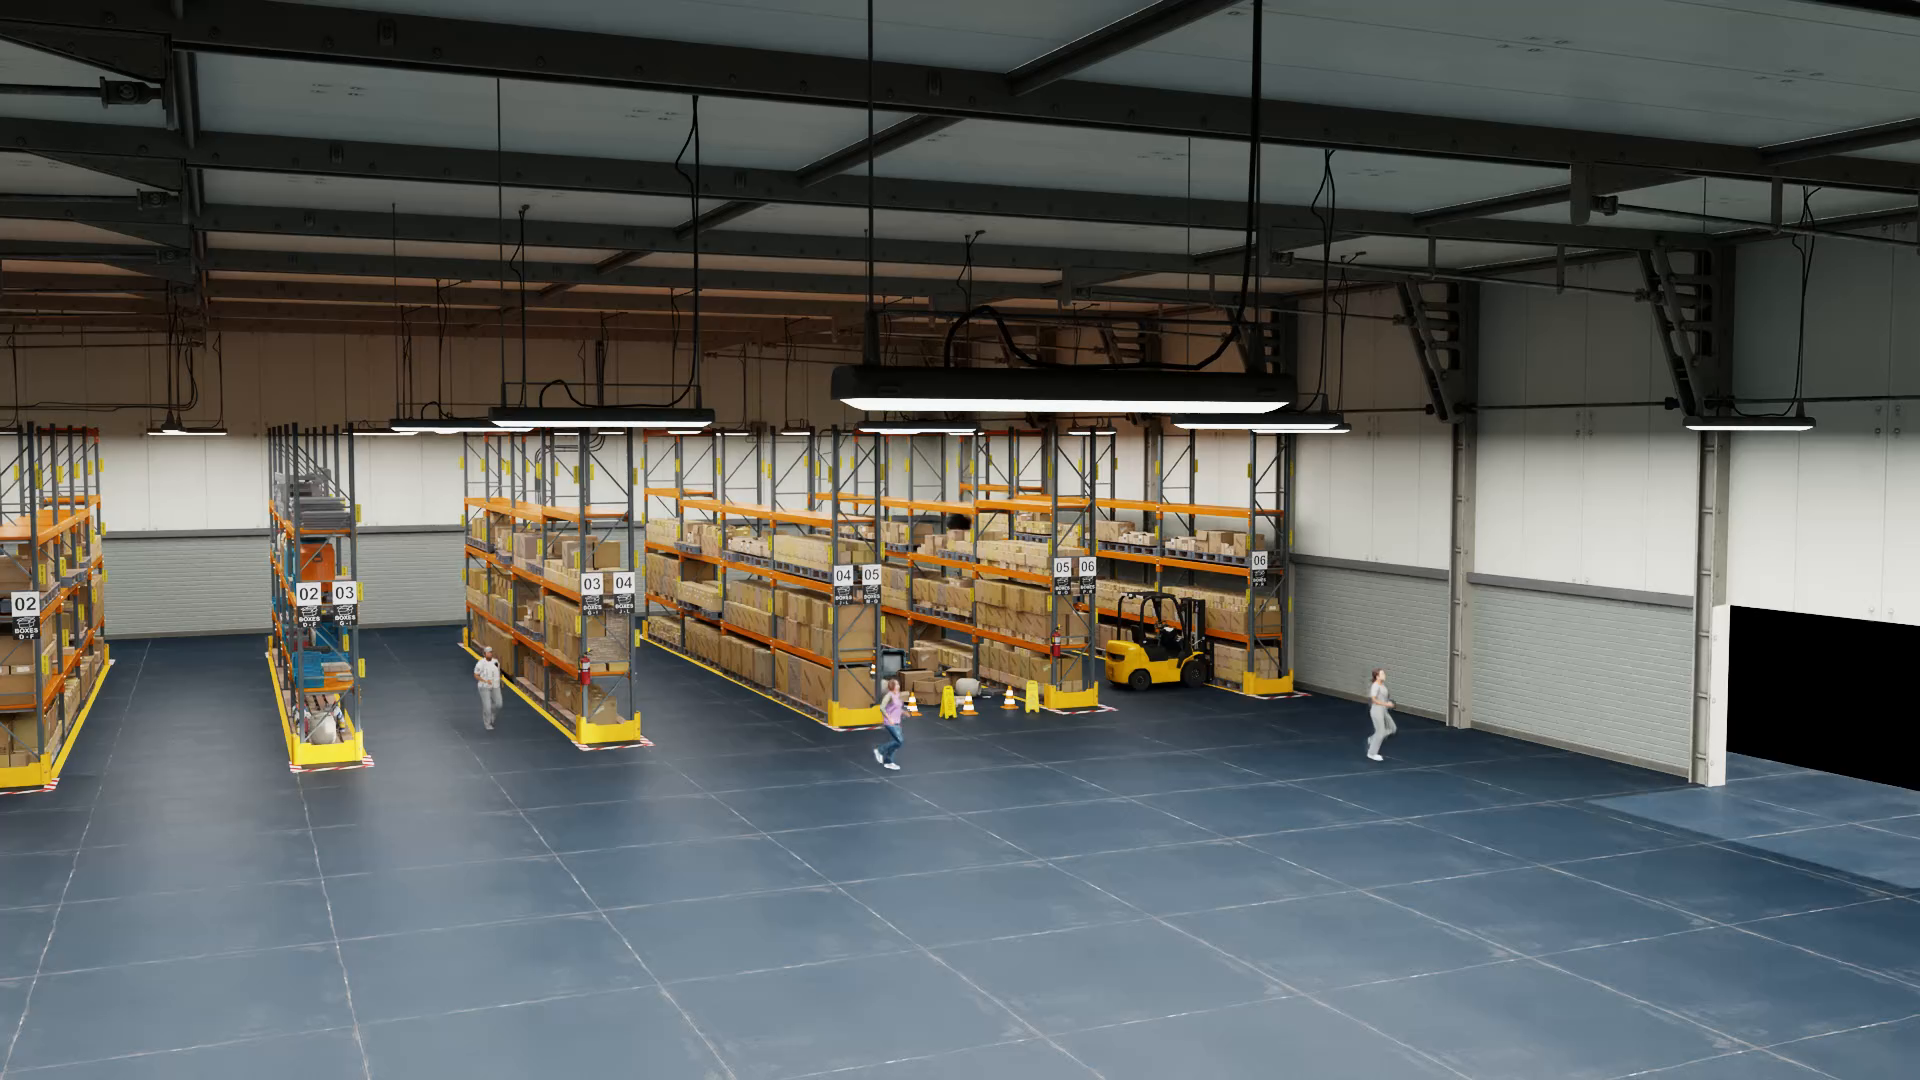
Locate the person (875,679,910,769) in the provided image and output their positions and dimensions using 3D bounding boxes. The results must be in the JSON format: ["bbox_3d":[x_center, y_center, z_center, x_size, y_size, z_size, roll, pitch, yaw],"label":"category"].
[{"bbox_3d":[-1.167,3.187,28.843,0.569,1.569,0.527,1,4,17],"label":"person"}]

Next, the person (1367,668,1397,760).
[{"bbox_3d":[7.496,3.093,29.588,0.542,1.640,0.612,2,4,32],"label":"person"}]

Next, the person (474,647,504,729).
[{"bbox_3d":[-9.265,2.914,32.797,0.605,1.628,0.546,-3,5,-40],"label":"person"}]
